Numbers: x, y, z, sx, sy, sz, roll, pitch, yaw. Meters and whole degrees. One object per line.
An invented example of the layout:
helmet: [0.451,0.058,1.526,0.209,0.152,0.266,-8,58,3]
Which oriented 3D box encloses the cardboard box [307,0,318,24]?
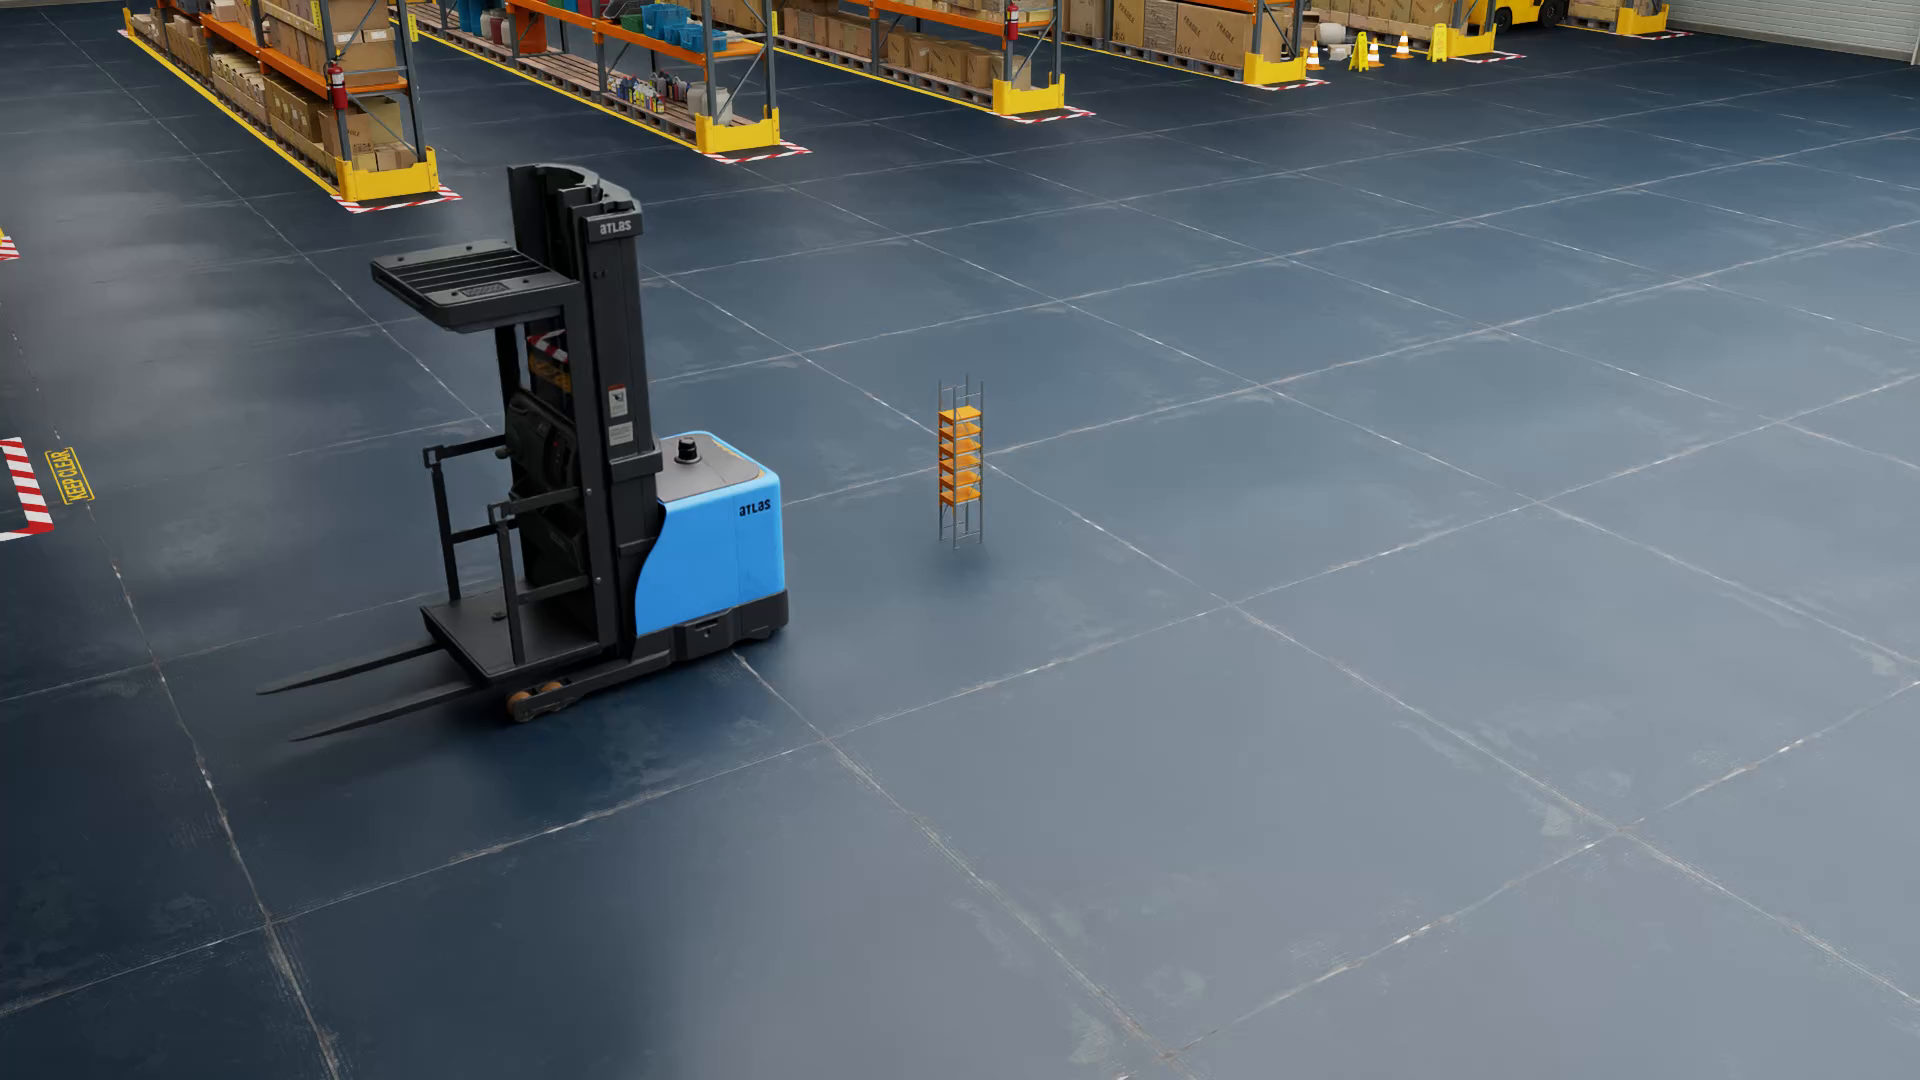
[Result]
cardboard box: [-7.754,-6.743,20.845,0.700,0.500,0.500,-16,30,-31]

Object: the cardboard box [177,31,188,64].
cardboard box: [-13.114,-8.497,28.611,0.500,0.500,0.500,-15,29,-29]

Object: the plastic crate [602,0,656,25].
plastic crate: [-5.042,-8.074,25.374,0.767,0.338,0.504,-16,29,-30]

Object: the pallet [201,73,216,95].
pallet: [-11.933,-7.611,27.588,1.003,0.211,1.213,-16,29,-30]

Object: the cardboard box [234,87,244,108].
cardboard box: [-10.674,-6.740,25.204,0.500,0.250,0.500,-15,29,-29]

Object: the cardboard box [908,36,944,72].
cardboard box: [-0.568,-8.177,27.956,0.500,0.500,0.500,-6,26,-13]

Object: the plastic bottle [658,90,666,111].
plastic bottle: [-4.433,-6.535,24.708,0.061,0.283,0.133,-16,29,-30]

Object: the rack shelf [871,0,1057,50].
rack shelf: [0.020,-8.432,26.904,1.077,0.370,4.000,-16,29,-30]

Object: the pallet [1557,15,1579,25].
pallet: [12.458,-10.949,34.658,1.003,0.211,1.213,-16,29,-30]

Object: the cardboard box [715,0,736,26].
cardboard box: [-4.094,-10.705,32.872,1.225,0.875,0.875,-15,29,-29]

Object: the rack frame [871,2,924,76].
rack frame: [-1.071,-9.473,28.265,1.000,3.000,0.127,-16,29,-30]

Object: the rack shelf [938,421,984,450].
rack shelf: [0.008,-0.714,11.362,0.258,0.103,0.180,-16,29,-30]

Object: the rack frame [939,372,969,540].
rack frame: [-0.042,-0.570,11.515,0.240,1.200,0.006,-16,29,-30]

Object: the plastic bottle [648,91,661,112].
plastic bottle: [-4.522,-6.507,24.657,0.152,0.276,0.135,-15,29,-29]

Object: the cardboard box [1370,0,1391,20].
cardboard box: [8.202,-10.231,31.722,0.500,0.500,0.500,-16,30,-31]

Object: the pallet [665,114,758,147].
pallet: [-3.558,-5.935,24.037,1.003,0.211,1.213,-16,29,-30]

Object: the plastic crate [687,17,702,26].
plastic crate: [-4.123,-7.678,24.771,0.530,0.136,0.437,-16,29,-30]

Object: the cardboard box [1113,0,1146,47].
cardboard box: [3.424,-9.581,30.490,0.875,0.875,0.875,-15,29,-29]

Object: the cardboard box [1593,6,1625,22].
cardboard box: [13.051,-10.551,33.277,0.500,0.250,0.500,-15,29,-29]

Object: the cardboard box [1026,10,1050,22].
cardboard box: [1.156,-8.086,25.622,0.380,0.149,0.250,-16,29,-30]

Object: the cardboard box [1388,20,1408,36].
cardboard box: [8.472,-9.712,31.500,0.500,0.250,0.500,-15,29,-29]

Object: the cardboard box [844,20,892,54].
cardboard box: [-1.633,-8.941,29.552,0.700,0.500,0.500,-16,29,-30]

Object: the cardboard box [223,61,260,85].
cardboard box: [-10.947,-7.172,25.463,0.500,0.311,0.500,-16,30,-31]

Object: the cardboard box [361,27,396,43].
cardboard box: [-7.224,-6.264,20.591,0.380,0.149,0.250,-16,30,-30]

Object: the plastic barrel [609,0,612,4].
plastic barrel: [-5.560,-8.774,26.624,0.433,0.535,0.433,0,25,0]

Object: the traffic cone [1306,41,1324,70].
traffic cone: [6.223,-8.536,29.252,0.336,0.463,0.334,-16,29,-30]

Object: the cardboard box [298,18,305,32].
cardboard box: [-8.266,-6.629,21.363,0.380,0.149,0.250,-15,29,-28]

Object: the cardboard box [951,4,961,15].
cardboard box: [0.088,-8.426,26.341,0.380,0.149,0.250,-16,29,-30]

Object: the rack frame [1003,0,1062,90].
rack frame: [1.112,-8.042,25.235,1.000,3.000,0.127,-16,29,-30]

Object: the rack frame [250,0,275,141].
rack frame: [-9.373,-7.166,23.378,1.000,3.000,0.127,-16,29,-30]

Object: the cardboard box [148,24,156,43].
cardboard box: [-14.699,-9.416,30.779,0.500,0.311,0.500,-16,29,-30]

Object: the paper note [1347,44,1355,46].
paper note: [7.422,-9.428,31.648,0.148,0.019,0.142,18,31,33]

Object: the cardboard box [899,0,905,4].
cardboard box: [-0.776,-8.950,27.451,0.380,0.149,0.250,-16,29,-30]

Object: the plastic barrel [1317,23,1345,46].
plastic barrel: [7.019,-9.573,31.494,0.512,0.421,0.421,3,25,6]

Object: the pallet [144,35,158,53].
pallet: [-14.785,-9.449,31.481,1.003,0.211,1.213,-16,29,-30]

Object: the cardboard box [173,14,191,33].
cardboard box: [-13.135,-8.847,28.474,0.500,0.250,0.500,-15,29,-29]

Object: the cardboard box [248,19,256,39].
cardboard box: [-10.007,-7.377,23.982,0.396,0.266,0.258,-16,30,-31]

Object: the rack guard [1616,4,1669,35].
rack guard: [13.585,-10.371,33.096,1.175,0.500,0.348,-16,29,-30]

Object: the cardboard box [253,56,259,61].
cardboard box: [-10.776,-7.482,26.120,0.500,0.311,0.500,-16,30,-30]

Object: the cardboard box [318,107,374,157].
cardboard box: [-7.732,-5.143,20.944,0.500,0.500,0.500,-16,29,-30]

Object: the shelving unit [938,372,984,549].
shelving unit: [0.008,-0.537,11.445,0.258,1.200,0.189,-16,29,-30]

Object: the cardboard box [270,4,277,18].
cardboard box: [-9.110,-7.181,22.534,0.380,0.149,0.250,-16,30,-31]

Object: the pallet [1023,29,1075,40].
pallet: [1.985,-10.027,32.705,1.003,0.211,1.213,-16,29,-30]

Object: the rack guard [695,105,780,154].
rack guard: [-3.119,-5.774,23.358,1.175,0.500,0.348,-16,29,-30]

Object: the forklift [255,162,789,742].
forklift: [-2.566,-0.542,9.426,3.031,2.935,1.130,-17,30,-32]

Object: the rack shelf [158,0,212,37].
rack shelf: [-12.649,-8.986,28.077,1.077,0.370,4.000,-16,29,-30]

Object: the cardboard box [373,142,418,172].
cardboard box: [-7.296,-4.925,21.361,0.500,0.250,0.500,-16,29,-30]

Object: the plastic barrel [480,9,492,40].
plastic barrel: [-8.686,-9.570,30.894,0.421,0.512,0.421,0,25,0]

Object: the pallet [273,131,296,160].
pallet: [-8.974,-5.611,23.350,1.003,0.211,1.213,-16,29,-30]

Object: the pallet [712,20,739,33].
pallet: [-4.284,-10.378,33.449,1.003,0.211,1.213,-16,29,-30]

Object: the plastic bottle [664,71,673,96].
plastic bottle: [-4.523,-7.088,25.801,0.144,0.351,0.185,-17,30,-32]

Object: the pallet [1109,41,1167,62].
pallet: [3.489,-9.042,30.618,1.003,0.211,1.213,-16,29,-30]

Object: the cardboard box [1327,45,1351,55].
cardboard box: [7.008,-9.060,30.731,0.380,0.149,0.250,-1,25,-3]

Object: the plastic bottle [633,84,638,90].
plastic bottle: [-4.914,-6.787,25.256,0.097,0.271,0.097,0,25,0]

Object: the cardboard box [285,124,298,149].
cardboard box: [-8.837,-5.516,22.611,0.500,0.250,0.500,-16,29,-30]

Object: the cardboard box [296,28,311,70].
cardboard box: [-8.281,-6.503,21.858,0.700,0.500,0.500,-15,29,-28]

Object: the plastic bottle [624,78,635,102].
plastic bottle: [-5.025,-6.867,25.332,0.144,0.351,0.185,-17,30,-32]
